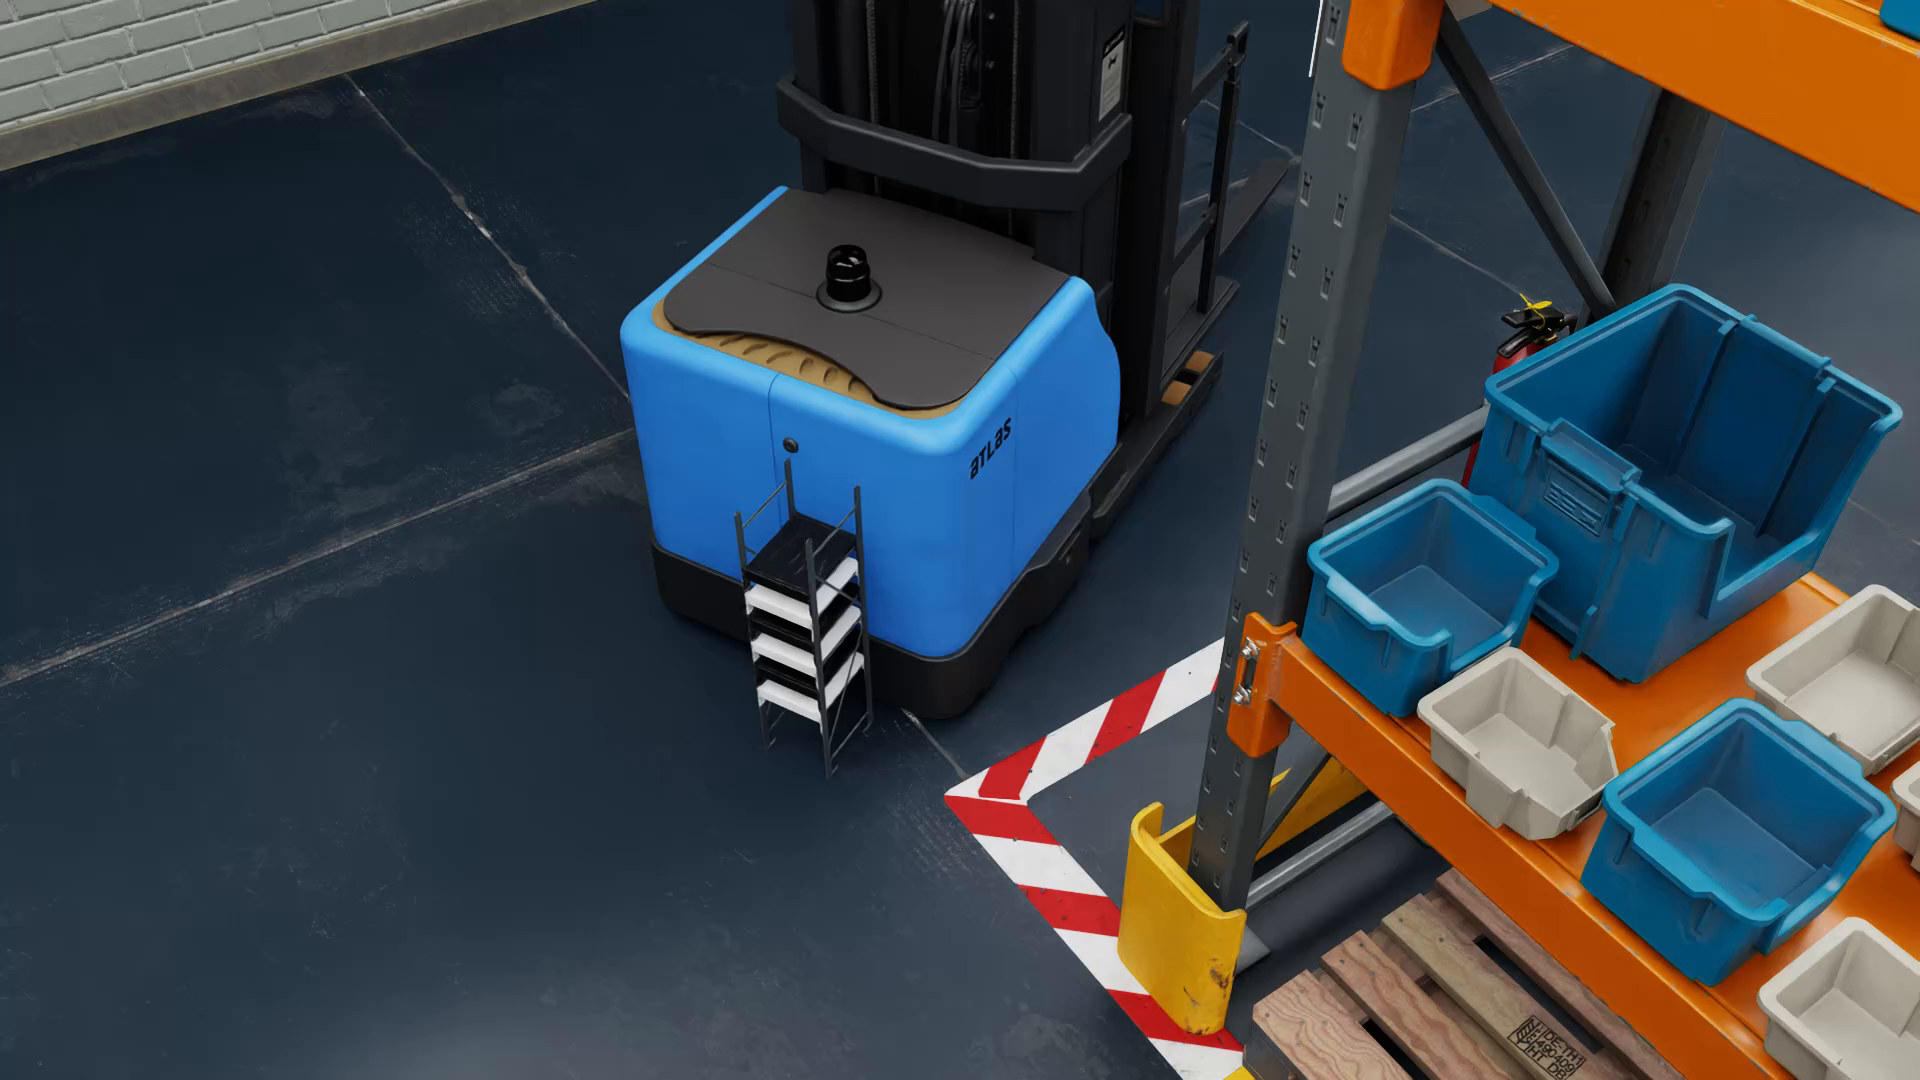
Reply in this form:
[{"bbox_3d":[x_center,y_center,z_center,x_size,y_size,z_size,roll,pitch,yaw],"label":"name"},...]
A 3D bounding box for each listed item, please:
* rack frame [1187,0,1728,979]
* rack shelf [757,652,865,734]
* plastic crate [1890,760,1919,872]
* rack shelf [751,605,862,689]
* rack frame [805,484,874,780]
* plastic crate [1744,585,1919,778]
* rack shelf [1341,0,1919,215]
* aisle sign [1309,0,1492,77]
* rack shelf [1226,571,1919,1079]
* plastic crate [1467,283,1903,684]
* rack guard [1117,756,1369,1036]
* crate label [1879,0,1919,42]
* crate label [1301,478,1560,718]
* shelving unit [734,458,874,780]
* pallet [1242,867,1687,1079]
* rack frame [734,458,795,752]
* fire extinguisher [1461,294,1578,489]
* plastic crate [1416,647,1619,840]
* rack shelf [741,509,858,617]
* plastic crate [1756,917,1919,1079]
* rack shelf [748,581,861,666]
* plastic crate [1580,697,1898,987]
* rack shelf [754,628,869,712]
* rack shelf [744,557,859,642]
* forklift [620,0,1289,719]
[{"bbox_3d":[0.971,-0.193,3.280,1.000,3.000,0.127,-26,49,-24],"label":"rack frame"},{"bbox_3d":[-0.395,0.381,4.508,0.200,0.077,0.258,21,48,20],"label":"rack shelf"},{"bbox_3d":[1.740,0.441,2.764,0.396,0.136,0.243,-26,49,-24],"label":"plastic crate"},{"bbox_3d":[-0.395,0.251,4.383,0.200,0.077,0.258,21,48,20],"label":"rack shelf"},{"bbox_3d":[-0.306,0.261,4.325,0.006,0.900,0.240,21,48,20],"label":"rack frame"},{"bbox_3d":[1.586,0.271,2.942,0.396,0.136,0.243,-26,49,-24],"label":"plastic crate"},{"bbox_3d":[2.115,0.115,1.306,1.077,0.370,4.000,-26,49,-24],"label":"rack shelf"},{"bbox_3d":[0.686,-1.057,2.302,0.394,0.787,0.004,-26,49,-24],"label":"aisle sign"},{"bbox_3d":[2.115,1.200,2.342,1.077,0.370,4.000,-26,49,-24],"label":"rack shelf"},{"bbox_3d":[1.315,-0.112,3.126,0.616,0.435,0.499,-26,49,-24],"label":"plastic crate"},{"bbox_3d":[0.946,0.702,4.152,1.175,0.500,0.348,-26,49,-24],"label":"rack guard"},{"bbox_3d":[1.233,-0.574,1.615,0.408,0.251,0.502,-26,49,-24],"label":"crate label"},{"bbox_3d":[0.842,0.115,3.035,0.416,0.233,0.303,-26,49,-24],"label":"crate label"},{"bbox_3d":[-0.395,0.227,4.360,0.210,0.900,0.258,21,48,20],"label":"shelving unit"},{"bbox_3d":[1.411,1.298,3.738,1.003,0.211,1.213,-26,49,-24],"label":"pallet"},{"bbox_3d":[-0.484,0.193,4.396,0.006,0.900,0.240,21,48,20],"label":"rack frame"},{"bbox_3d":[1.257,-0.295,3.713,0.296,0.674,0.183,-26,49,-24],"label":"fire extinguisher"},{"bbox_3d":[0.957,0.365,2.843,0.250,0.136,0.298,-26,49,-24],"label":"plastic crate"},{"bbox_3d":[-0.396,0.056,4.196,0.200,0.077,0.258,21,48,20],"label":"rack shelf"},{"bbox_3d":[1.345,0.749,2.441,0.250,0.136,0.298,-26,49,-24],"label":"plastic crate"},{"bbox_3d":[-0.395,0.186,4.321,0.200,0.077,0.258,21,48,20],"label":"rack shelf"},{"bbox_3d":[1.218,0.488,2.644,0.416,0.233,0.300,-26,49,-24],"label":"plastic crate"},{"bbox_3d":[-0.395,0.316,4.446,0.200,0.077,0.258,21,48,20],"label":"rack shelf"},{"bbox_3d":[-0.395,0.121,4.259,0.200,0.077,0.258,21,48,20],"label":"rack shelf"},{"bbox_3d":[0.253,-1.573,4.775,1.130,2.935,3.031,21,47,21],"label":"forklift"}]
